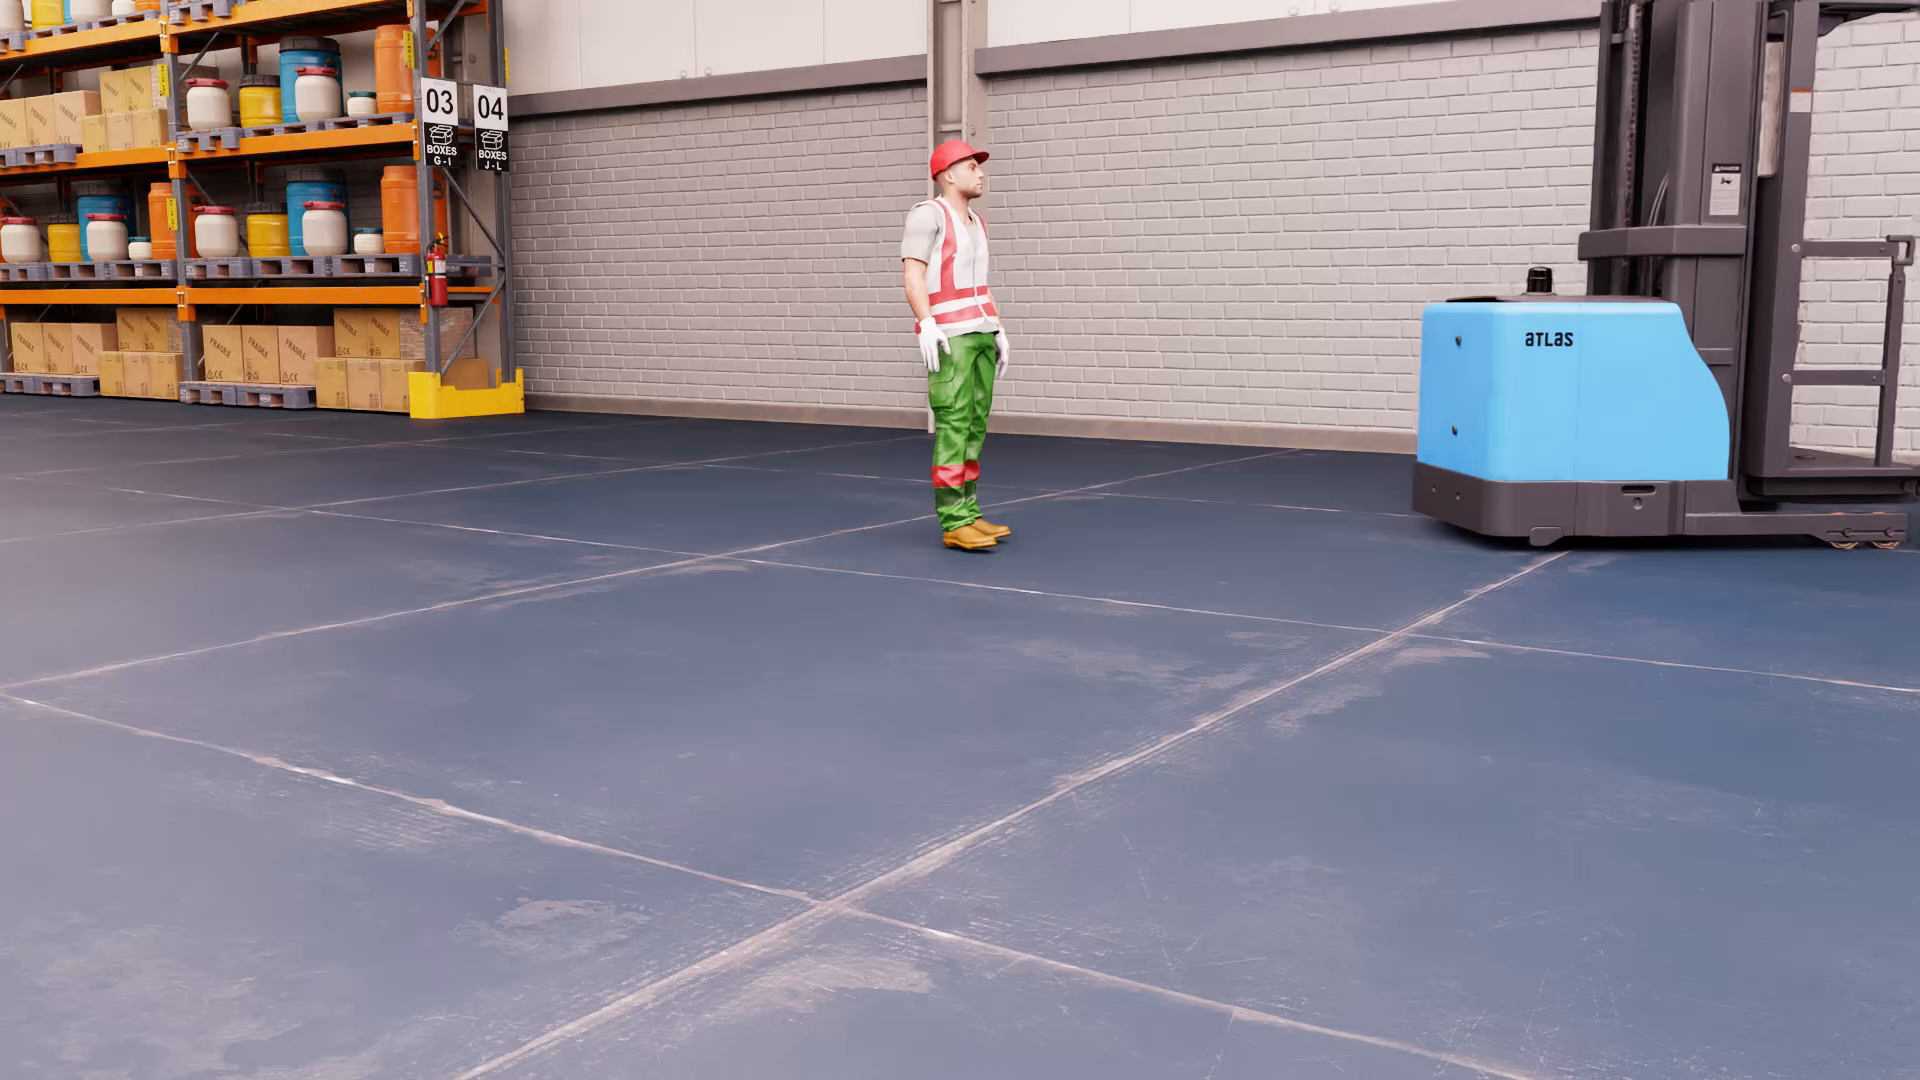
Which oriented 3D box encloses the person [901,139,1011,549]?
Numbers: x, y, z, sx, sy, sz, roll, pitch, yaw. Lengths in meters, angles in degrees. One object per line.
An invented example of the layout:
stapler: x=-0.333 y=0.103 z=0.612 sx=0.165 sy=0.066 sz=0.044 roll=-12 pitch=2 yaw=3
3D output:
person: x=0.060 y=-0.885 z=7.423 sx=0.564 sy=1.787 sz=0.638 roll=5 pitch=10 yaw=34

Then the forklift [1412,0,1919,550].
forklift: x=3.752 y=-1.483 z=7.619 sx=3.031 sy=2.935 sz=1.130 roll=-1 pitch=8 yaw=-5
